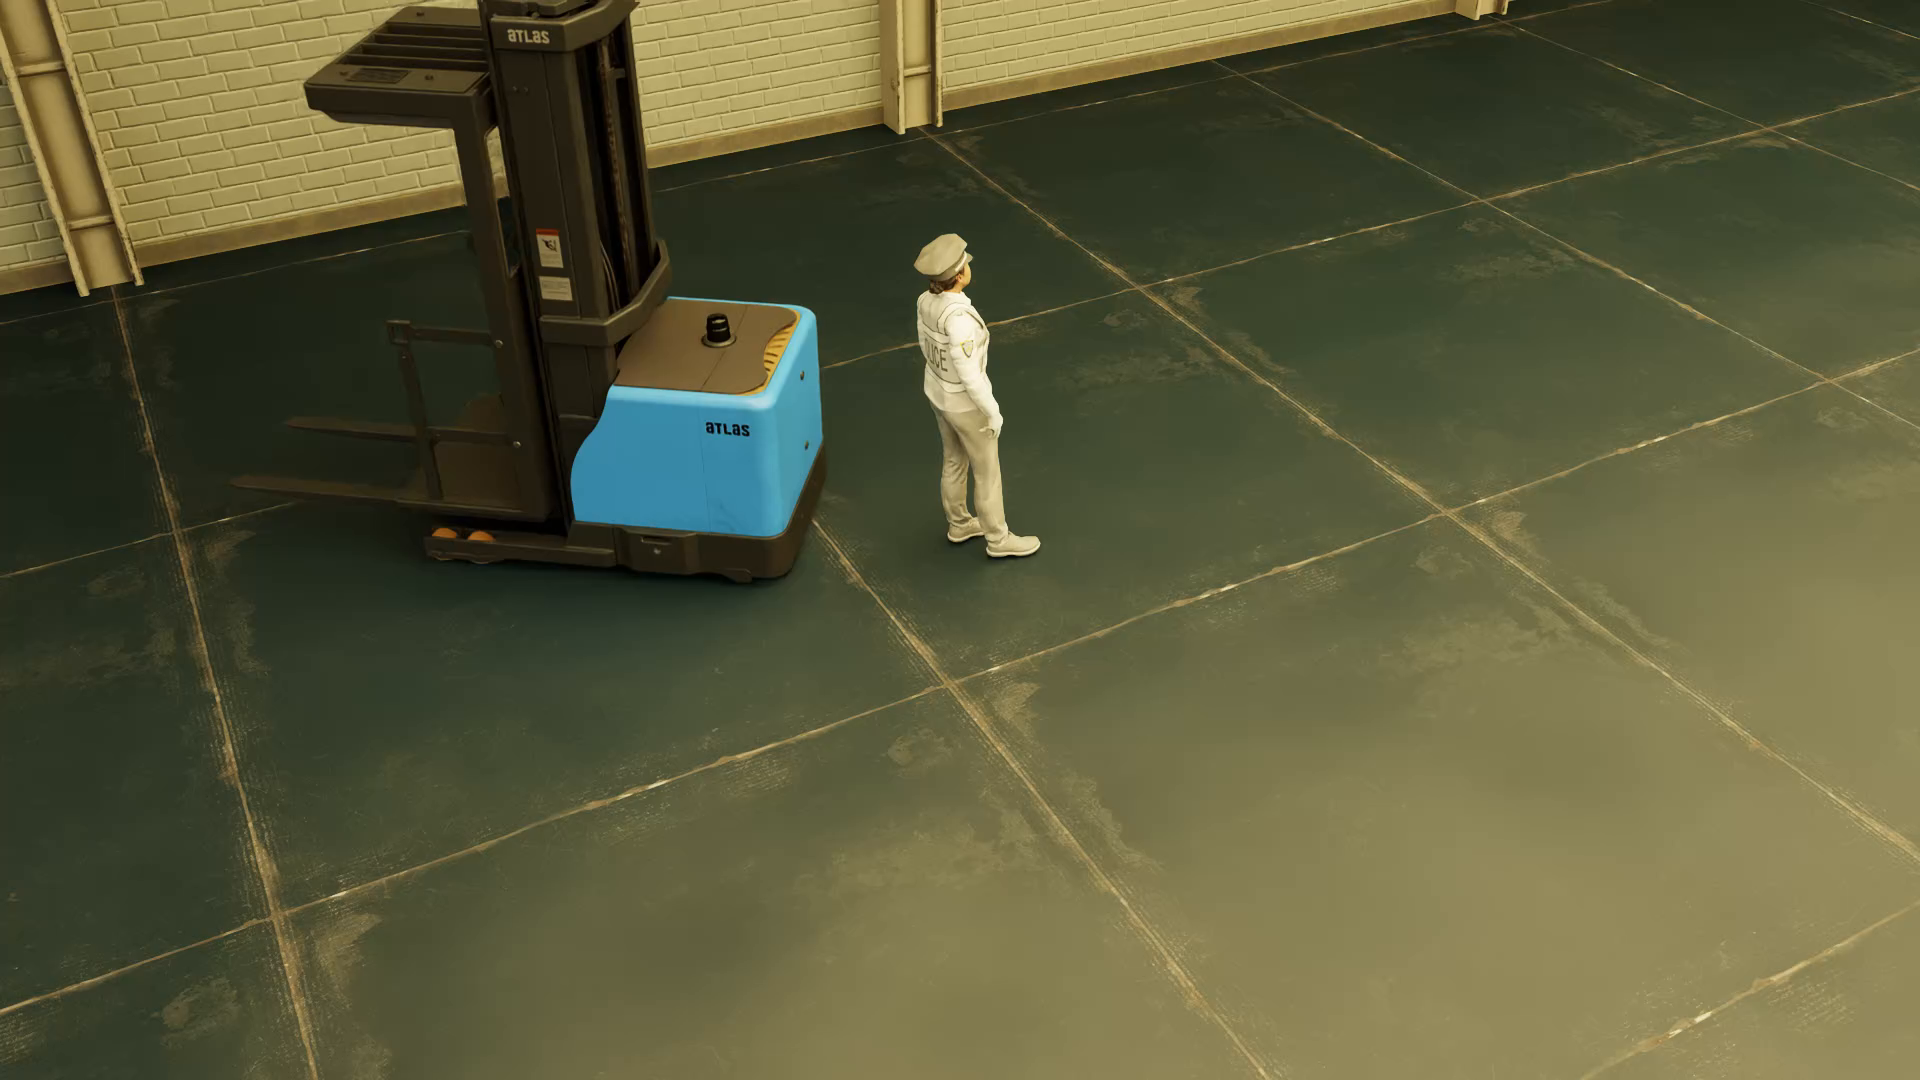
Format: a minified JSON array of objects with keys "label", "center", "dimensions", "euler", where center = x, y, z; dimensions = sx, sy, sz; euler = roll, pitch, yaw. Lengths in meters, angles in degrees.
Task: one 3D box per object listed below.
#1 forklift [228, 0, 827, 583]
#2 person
[{"label":"forklift","center":[-2.282,-1.369,8.060],"dimensions":[3.031,2.935,1.130],"euler":[5,36,7]},{"label":"person","center":[0.064,-0.713,8.190],"dimensions":[0.531,1.694,0.586],"euler":[-17,39,-23]}]
